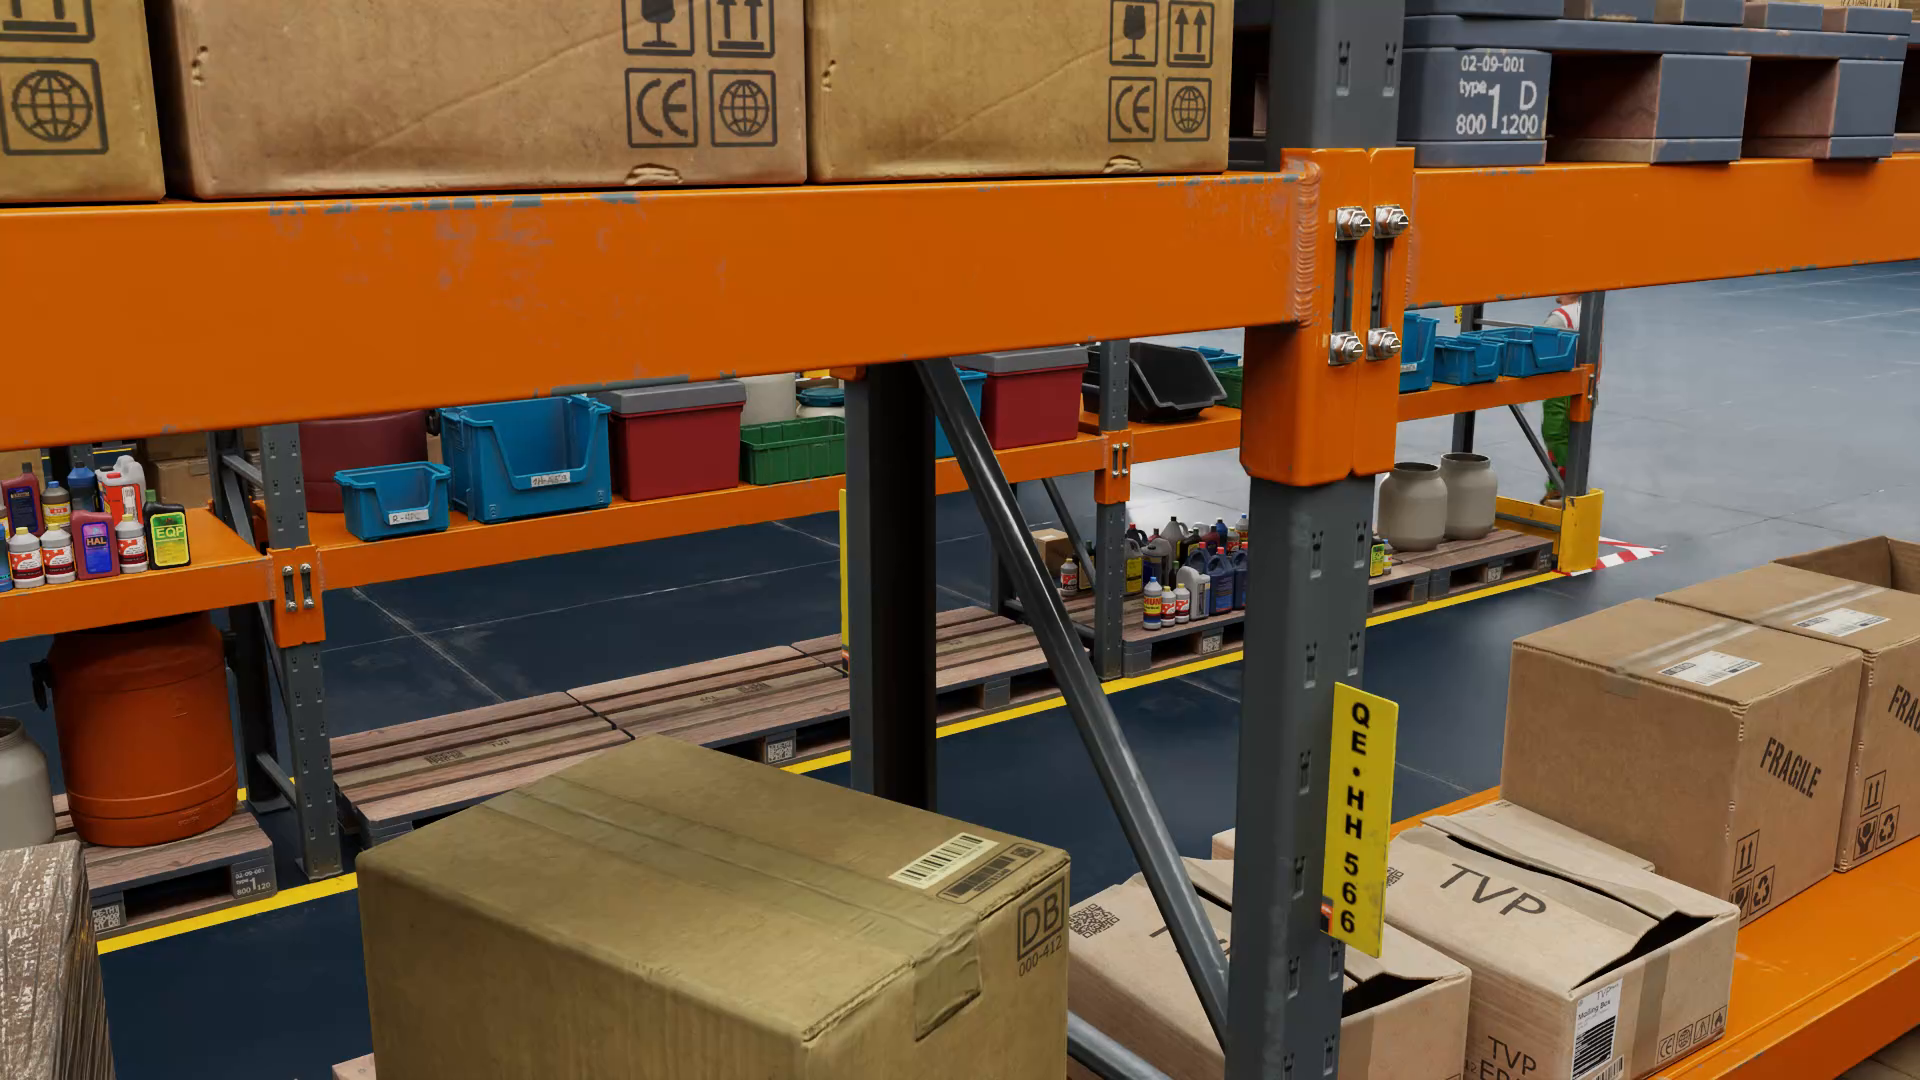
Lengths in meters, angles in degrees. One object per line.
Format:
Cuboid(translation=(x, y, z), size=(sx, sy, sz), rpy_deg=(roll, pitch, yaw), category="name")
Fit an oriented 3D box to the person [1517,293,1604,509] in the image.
Cuboid(translation=(4.410, -1.072, 12.180), size=(0.617, 1.843, 0.517), rpy_deg=(-10, 17, -33), category="person")
